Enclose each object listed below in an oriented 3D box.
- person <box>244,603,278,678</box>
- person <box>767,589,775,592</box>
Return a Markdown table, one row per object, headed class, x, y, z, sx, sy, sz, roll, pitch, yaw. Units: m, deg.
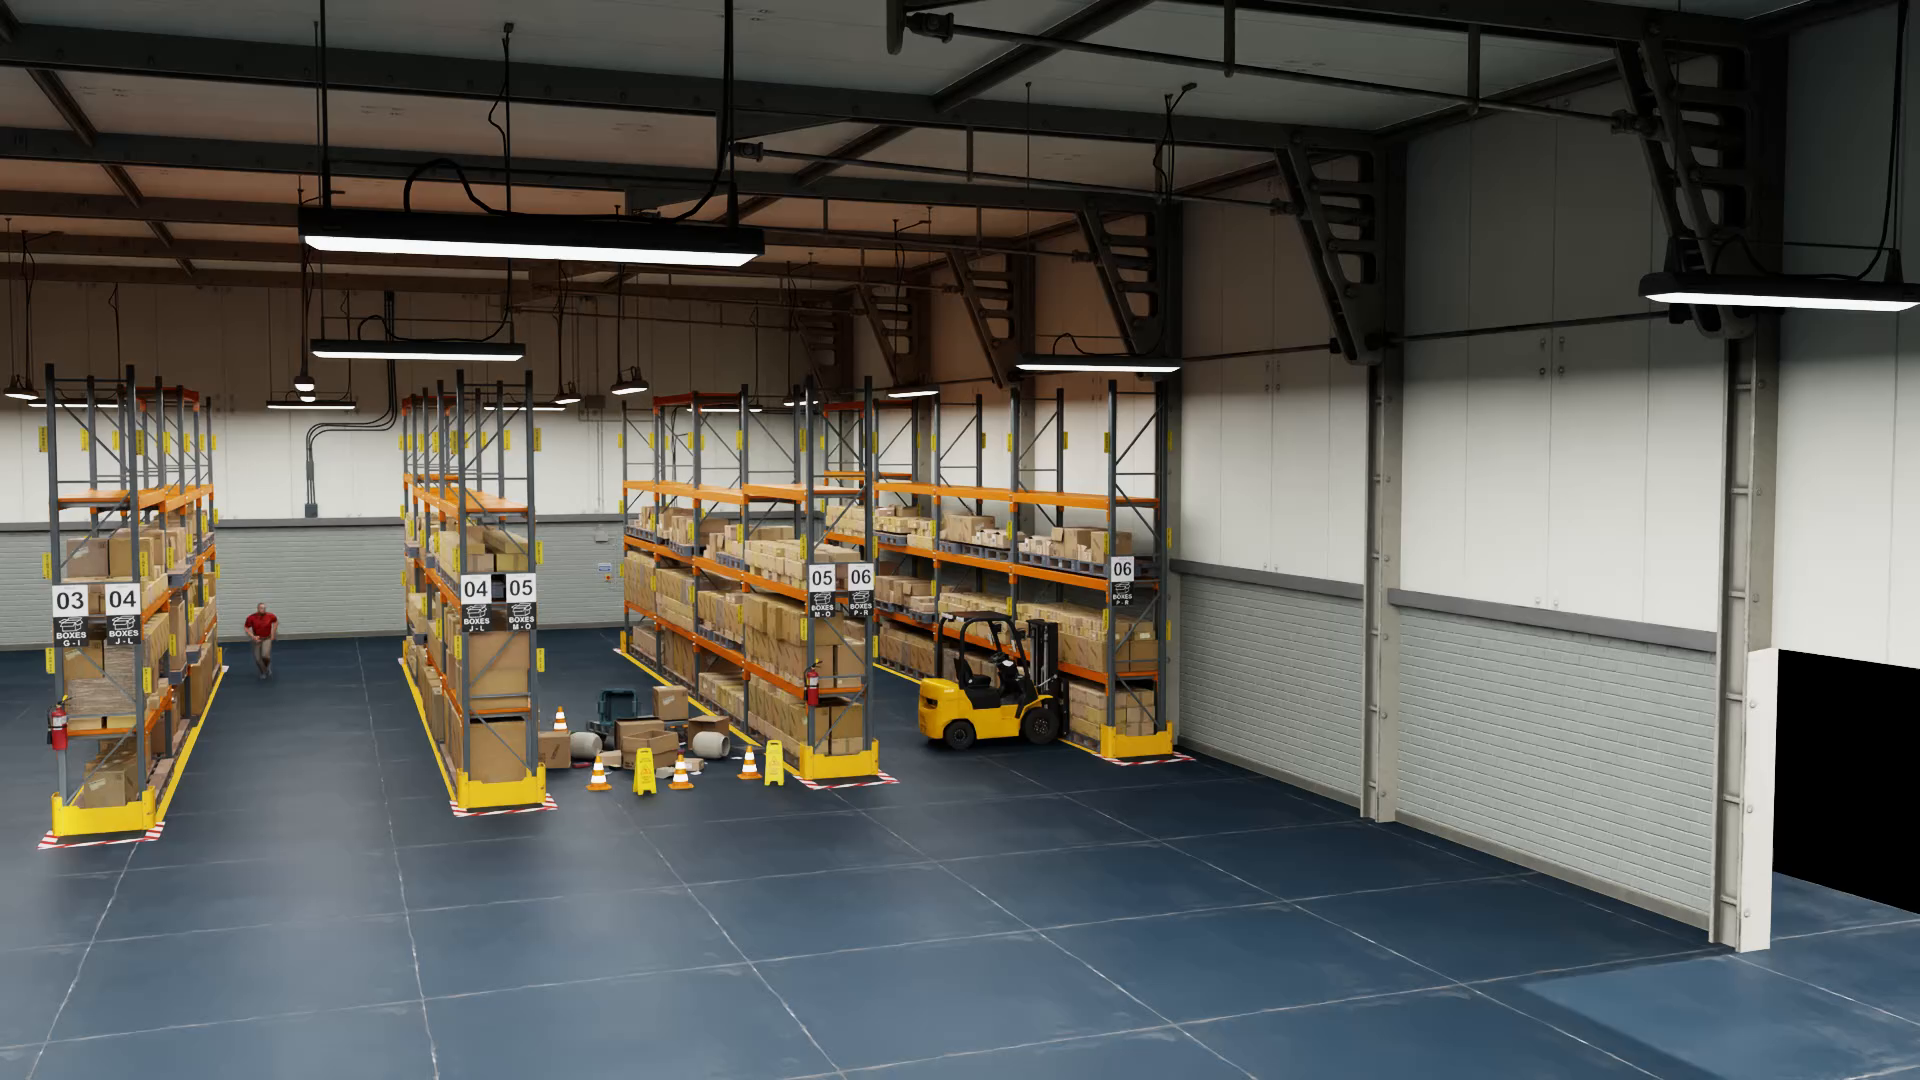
| class | x | y | z | sx | sy | sz | roll | pitch | yaw |
| --- | --- | --- | --- | --- | --- | --- | --- | --- | --- |
| person | -14.790 | 2.131 | 35.220 | 0.616 | 1.635 | 0.735 | -1 | 3 | -12 |
| person | -4.996 | 1.572 | 44.247 | 0.446 | 1.678 | 0.616 | 3 | 4 | 41 |
